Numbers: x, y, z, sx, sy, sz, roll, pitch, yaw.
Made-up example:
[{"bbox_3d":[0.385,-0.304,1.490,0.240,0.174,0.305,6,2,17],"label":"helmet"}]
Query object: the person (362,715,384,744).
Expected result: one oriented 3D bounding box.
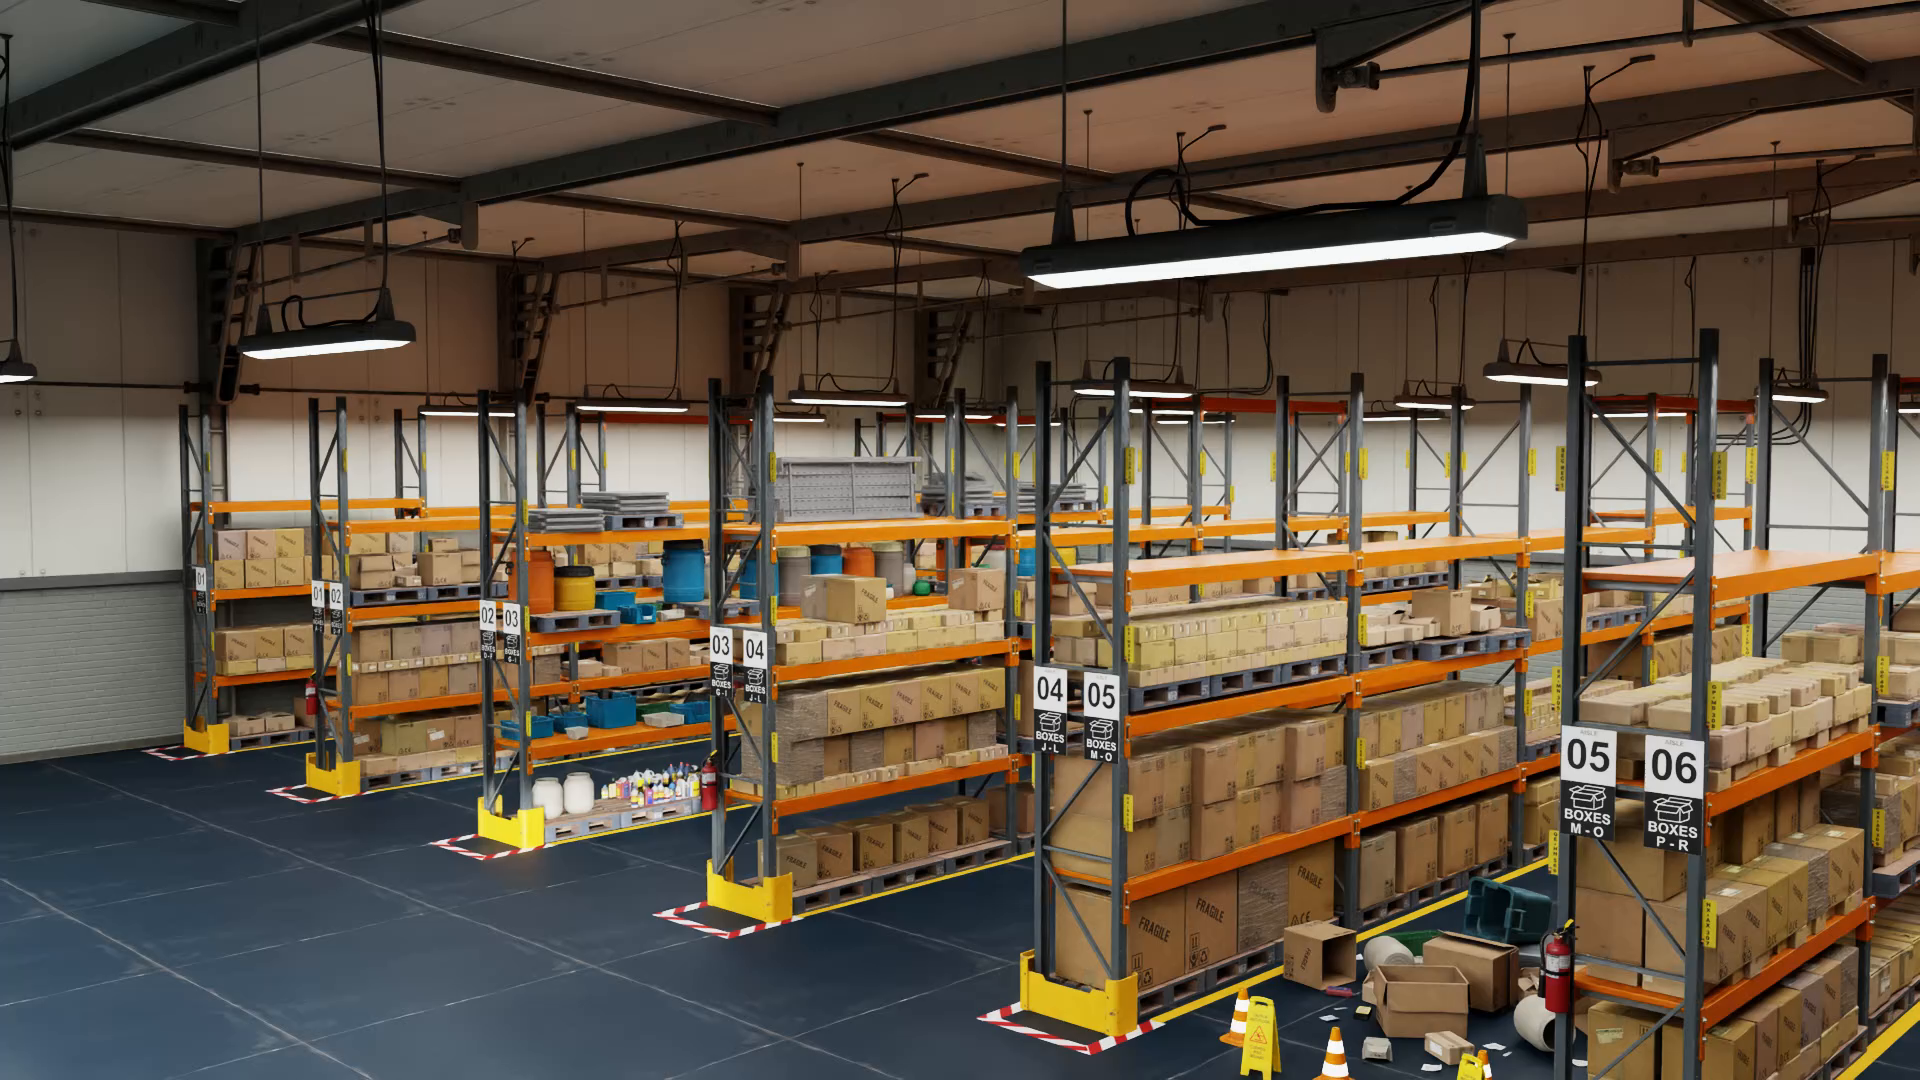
[{"bbox_3d":[-9.681,2.827,27.433,0.704,1.782,0.838,2,4,38],"label":"person"}]
